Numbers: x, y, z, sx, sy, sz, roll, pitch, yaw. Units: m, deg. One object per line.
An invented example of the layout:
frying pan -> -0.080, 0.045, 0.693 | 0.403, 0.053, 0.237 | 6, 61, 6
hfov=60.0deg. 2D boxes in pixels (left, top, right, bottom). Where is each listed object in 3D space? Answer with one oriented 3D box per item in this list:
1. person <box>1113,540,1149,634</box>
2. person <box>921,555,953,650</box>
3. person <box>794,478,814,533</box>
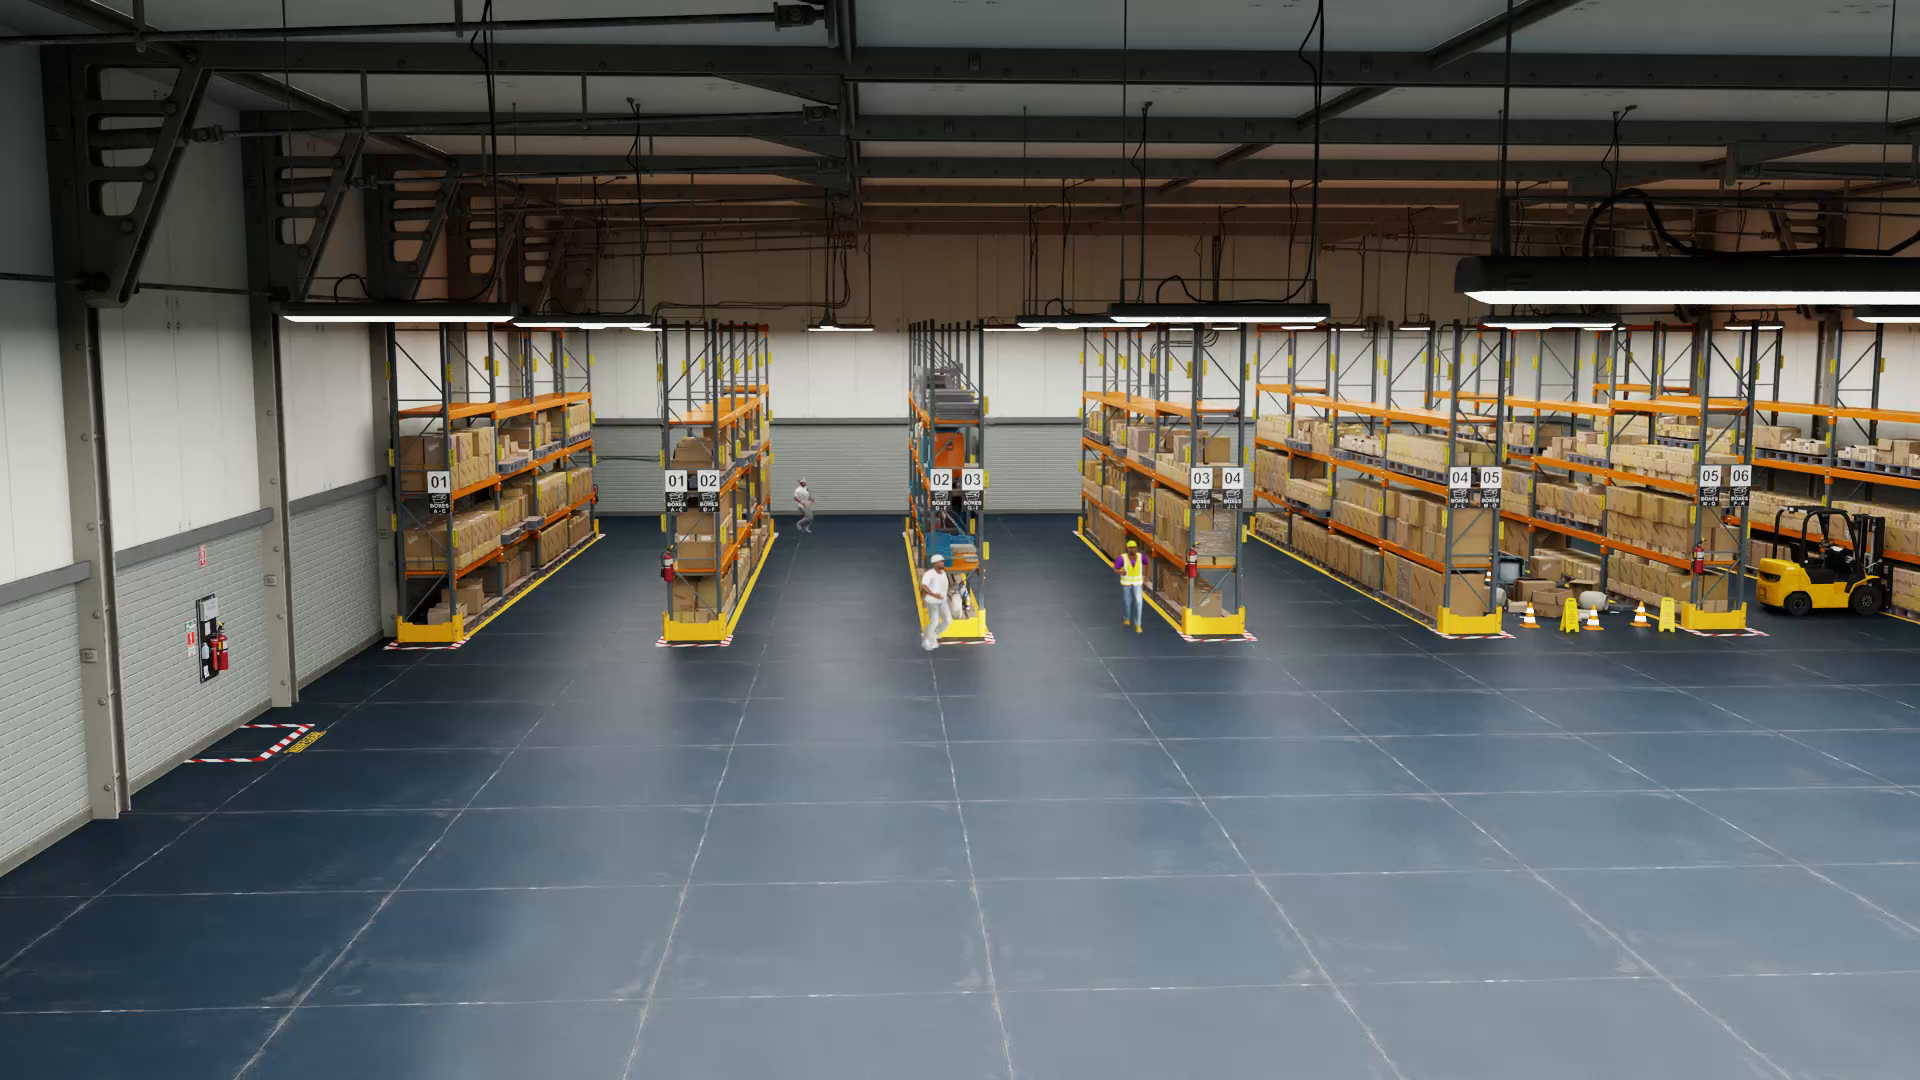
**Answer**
person -> 3.314, 0.885, 32.217 | 0.710, 1.798, 0.829 | 0, 7, 1
person -> -0.385, 1.126, 30.291 | 0.565, 1.718, 0.773 | 6, 9, 41
person -> -4.498, -1.002, 48.016 | 0.529, 1.625, 0.580 | 3, 8, 21
